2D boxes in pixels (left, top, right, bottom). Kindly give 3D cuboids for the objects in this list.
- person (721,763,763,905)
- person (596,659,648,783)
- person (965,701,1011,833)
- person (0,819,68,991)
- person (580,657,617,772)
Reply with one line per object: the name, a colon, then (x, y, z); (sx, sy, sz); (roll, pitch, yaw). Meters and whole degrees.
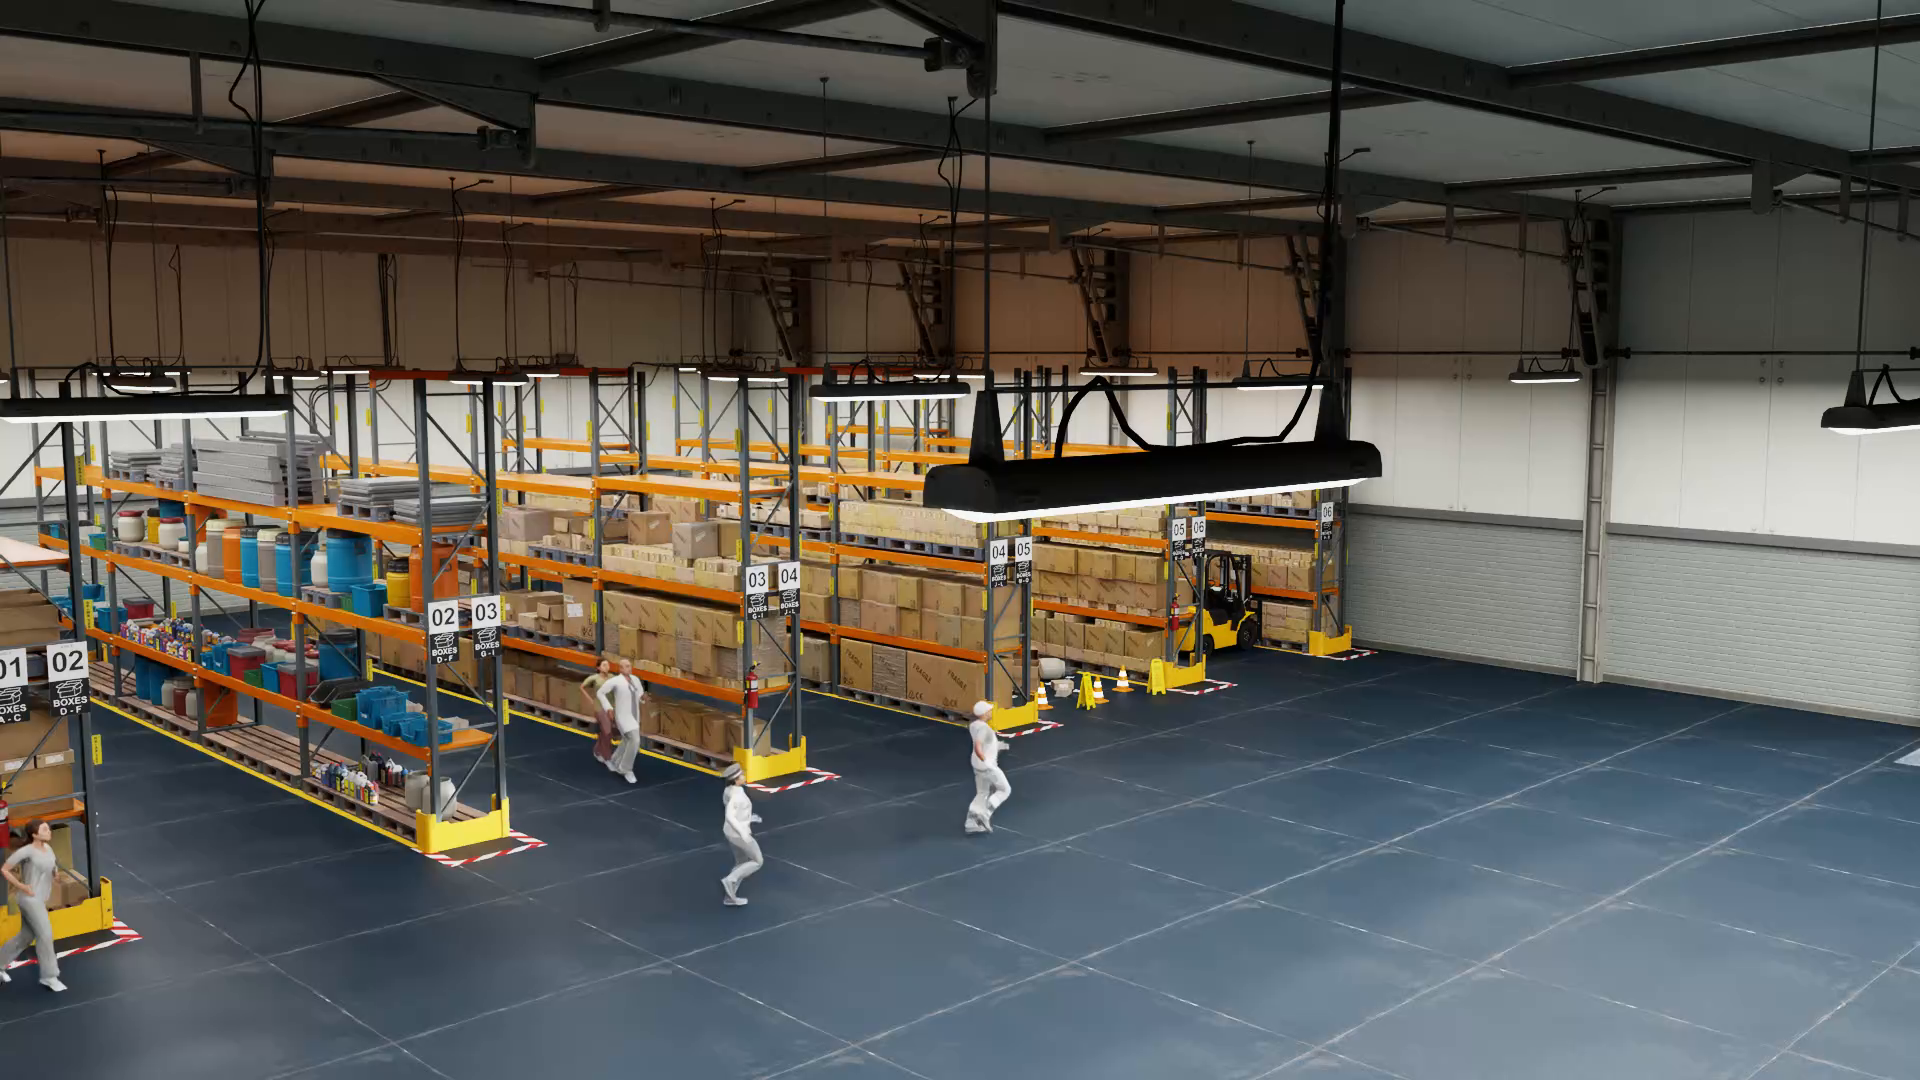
person: (-2.504, 3.365, 19.055); (0.540, 1.656, 0.608); (-3, 7, -24)
person: (-4.944, 2.675, 24.674); (0.809, 1.834, 0.670); (3, 7, 28)
person: (0.375, 2.973, 21.877); (0.645, 1.741, 0.639); (-3, 7, -22)
person: (-9.342, 3.643, 16.741); (0.866, 1.695, 0.573); (0, 6, -1)
person: (-5.429, 2.632, 25.369); (0.573, 1.711, 0.745); (-6, 9, -44)
